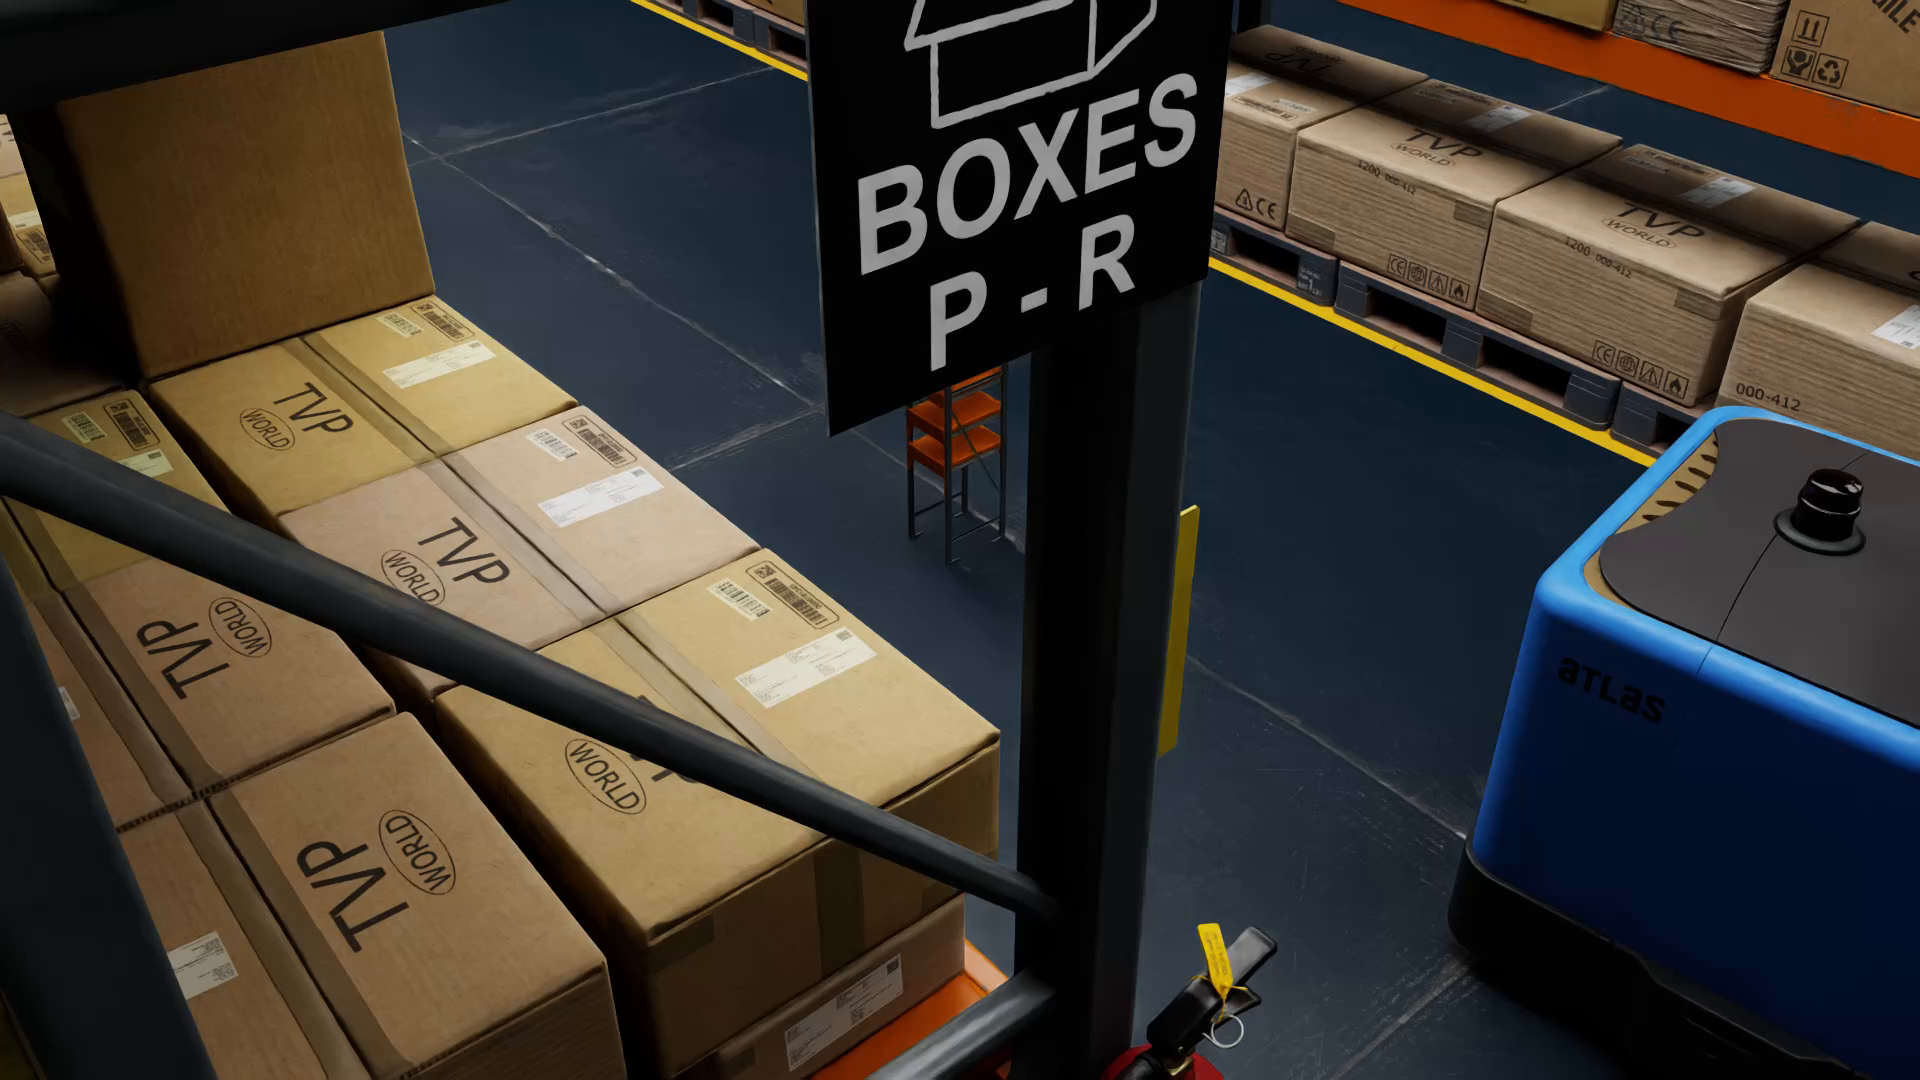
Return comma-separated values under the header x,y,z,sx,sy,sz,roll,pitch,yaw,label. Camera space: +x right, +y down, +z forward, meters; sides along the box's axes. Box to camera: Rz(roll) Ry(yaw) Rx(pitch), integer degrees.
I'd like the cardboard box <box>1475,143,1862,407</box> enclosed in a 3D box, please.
x,y,z,sx,sy,sz,roll,pitch,yaw,label
2.478,-0.962,5.867,0.875,0.438,0.875,-25,42,-31,cardboard box

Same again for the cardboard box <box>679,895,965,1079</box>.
x,y,z,sx,sy,sz,roll,pitch,yaw,label
-0.215,0.526,2.129,0.380,0.149,0.250,-26,43,-32,cardboard box

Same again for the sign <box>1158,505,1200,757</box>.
x,y,z,sx,sy,sz,roll,pitch,yaw,label
0.202,0.116,1.742,0.100,0.325,0.005,-26,43,-32,sign

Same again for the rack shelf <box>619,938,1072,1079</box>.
x,y,z,sx,sy,sz,roll,pitch,yaw,label
-1.503,0.082,3.161,1.077,0.370,4.000,-26,43,-32,rack shelf

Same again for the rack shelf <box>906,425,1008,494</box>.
x,y,z,sx,sy,sz,roll,pitch,yaw,label
-0.009,-0.264,5.077,0.258,0.103,0.180,-26,43,-32,rack shelf

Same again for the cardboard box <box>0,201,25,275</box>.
x,y,z,sx,sy,sz,roll,pitch,yaw,label
-2.036,-0.704,2.872,0.500,0.500,0.500,-27,44,-33,cardboard box

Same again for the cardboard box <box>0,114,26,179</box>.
x,y,z,sx,sy,sz,roll,pitch,yaw,label
-1.944,-0.805,3.664,0.500,0.250,0.500,-26,43,-32,cardboard box

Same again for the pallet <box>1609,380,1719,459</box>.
x,y,z,sx,sy,sz,roll,pitch,yaw,label
3.001,-0.367,5.586,1.003,0.211,1.213,-26,43,-32,pallet

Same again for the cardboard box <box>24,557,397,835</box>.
x,y,z,sx,sy,sz,roll,pitch,yaw,label
-1.044,0.279,2.133,0.500,0.250,0.500,-26,43,-32,cardboard box

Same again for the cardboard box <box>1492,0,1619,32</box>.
x,y,z,sx,sy,sz,roll,pitch,yaw,label
2.069,-2.010,5.407,0.500,0.500,0.500,-25,42,-30,cardboard box

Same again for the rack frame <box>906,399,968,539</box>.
x,y,z,sx,sy,sz,roll,pitch,yaw,label
-0.068,-0.536,4.969,0.240,1.200,0.006,-26,43,-32,rack frame

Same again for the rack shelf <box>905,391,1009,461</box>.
x,y,z,sx,sy,sz,roll,pitch,yaw,label
-0.009,-0.362,5.007,0.258,0.103,0.180,-26,43,-32,rack shelf

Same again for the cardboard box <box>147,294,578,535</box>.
x,y,z,sx,sy,sz,roll,pitch,yaw,label
-0.954,-0.135,2.717,0.500,0.250,0.500,-27,43,-33,cardboard box

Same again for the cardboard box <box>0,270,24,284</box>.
x,y,z,sx,sy,sz,roll,pitch,yaw,label
-2.020,-0.388,3.075,0.500,0.250,0.500,-25,42,-31,cardboard box

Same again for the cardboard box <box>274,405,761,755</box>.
x,y,z,sx,sy,sz,roll,pitch,yaw,label
-0.625,0.088,2.403,0.500,0.250,0.500,-26,43,-31,cardboard box

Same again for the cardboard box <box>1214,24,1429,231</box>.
x,y,z,sx,sy,sz,roll,pitch,yaw,label
1.319,-1.756,6.988,0.875,0.438,0.875,-27,43,-32,cardboard box

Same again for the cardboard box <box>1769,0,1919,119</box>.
x,y,z,sx,sy,sz,roll,pitch,yaw,label
2.751,-1.564,4.776,0.500,0.500,0.500,-27,43,-33,cardboard box

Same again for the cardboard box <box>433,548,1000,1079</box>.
x,y,z,sx,sy,sz,roll,pitch,yaw,label
-0.299,0.310,2.089,0.500,0.250,0.500,-26,43,-32,cardboard box

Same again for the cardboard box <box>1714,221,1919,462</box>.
x,y,z,sx,sy,sz,roll,pitch,yaw,label
3.075,-0.561,5.301,0.875,0.438,0.875,-28,44,-33,cardboard box

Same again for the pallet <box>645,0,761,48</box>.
x,y,z,sx,sy,sz,roll,pitch,yaw,label
-1.134,-3.199,9.585,1.003,0.211,1.213,-26,43,-32,pallet

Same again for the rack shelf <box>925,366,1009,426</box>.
x,y,z,sx,sy,sz,roll,pitch,yaw,label
-0.009,-0.460,4.938,0.258,0.103,0.180,-26,43,-32,rack shelf

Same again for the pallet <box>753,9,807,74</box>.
x,y,z,sx,sy,sz,roll,pitch,yaw,label
-0.351,-2.661,8.825,1.003,0.211,1.213,-26,43,-32,pallet

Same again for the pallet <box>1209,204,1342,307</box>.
x,y,z,sx,sy,sz,roll,pitch,yaw,label
1.427,-1.445,7.107,1.003,0.211,1.213,-26,43,-32,pallet

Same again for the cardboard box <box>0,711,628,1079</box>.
x,y,z,sx,sy,sz,roll,pitch,yaw,label
-0.712,0.507,1.811,0.500,0.250,0.500,-25,42,-31,cardboard box

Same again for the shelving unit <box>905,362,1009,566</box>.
x,y,z,sx,sy,sz,roll,pitch,yaw,label
-0.009,-0.496,4.912,0.258,1.200,0.189,-26,43,-32,shelving unit

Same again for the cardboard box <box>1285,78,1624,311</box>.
x,y,z,sx,sy,sz,roll,pitch,yaw,label
1.897,-1.361,6.430,0.875,0.438,0.875,-27,44,-33,cardboard box

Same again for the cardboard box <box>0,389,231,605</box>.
x,y,z,sx,sy,sz,roll,pitch,yaw,label
-1.360,0.059,2.444,0.500,0.250,0.500,-25,42,-30,cardboard box

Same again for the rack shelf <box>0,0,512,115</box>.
x,y,z,sx,sy,sz,roll,pitch,yaw,label
-1.503,-1.142,2.294,1.077,0.370,4.000,-26,43,-32,rack shelf

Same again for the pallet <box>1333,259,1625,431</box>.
x,y,z,sx,sy,sz,roll,pitch,yaw,label
2.218,-0.906,6.346,1.003,0.211,1.213,-26,43,-32,pallet

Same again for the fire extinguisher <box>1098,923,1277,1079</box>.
x,y,z,sx,sy,sz,roll,pitch,yaw,label
0.236,0.748,1.988,0.296,0.674,0.183,-26,43,-32,fire extinguisher

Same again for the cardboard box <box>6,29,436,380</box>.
x,y,z,sx,sy,sz,roll,pitch,yaw,label
-1.268,-0.658,2.807,0.500,0.500,0.500,-25,42,-31,cardboard box

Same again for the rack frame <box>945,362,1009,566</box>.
x,y,z,sx,sy,sz,roll,pitch,yaw,label
0.050,-0.456,4.855,0.240,1.200,0.006,-26,43,-32,rack frame

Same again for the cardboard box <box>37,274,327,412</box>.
x,y,z,sx,sy,sz,roll,pitch,yaw,label
-1.301,-0.352,3.025,0.500,0.250,0.500,-27,43,-33,cardboard box

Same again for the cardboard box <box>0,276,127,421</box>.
x,y,z,sx,sy,sz,roll,pitch,yaw,label
-1.697,-0.172,2.770,0.500,0.250,0.500,-26,43,-32,cardboard box

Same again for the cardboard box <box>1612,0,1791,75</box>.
x,y,z,sx,sy,sz,roll,pitch,yaw,label
2.412,-1.787,5.092,0.500,0.500,0.500,-25,42,-31,cardboard box

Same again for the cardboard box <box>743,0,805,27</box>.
x,y,z,sx,sy,sz,roll,pitch,yaw,label
-0.631,-3.287,8.770,0.875,0.875,0.875,-25,43,-31,cardboard box

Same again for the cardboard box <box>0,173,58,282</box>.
x,y,z,sx,sy,sz,roll,pitch,yaw,label
-1.632,-0.580,3.346,0.500,0.250,0.500,-26,43,-32,cardboard box

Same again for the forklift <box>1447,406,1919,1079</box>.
x,y,z,sx,sy,sz,roll,pitch,yaw,label
2.573,0.116,2.550,3.031,2.935,1.130,27,43,33,forklift

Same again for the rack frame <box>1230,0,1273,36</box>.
x,y,z,sx,sy,sz,roll,pitch,yaw,label
0.996,-2.948,6.817,1.000,3.000,0.127,-26,43,-32,rack frame

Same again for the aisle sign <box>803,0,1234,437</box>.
x,y,z,sx,sy,sz,roll,pitch,yaw,label
0.056,-0.469,1.067,0.394,0.787,0.004,-26,43,-32,aisle sign
